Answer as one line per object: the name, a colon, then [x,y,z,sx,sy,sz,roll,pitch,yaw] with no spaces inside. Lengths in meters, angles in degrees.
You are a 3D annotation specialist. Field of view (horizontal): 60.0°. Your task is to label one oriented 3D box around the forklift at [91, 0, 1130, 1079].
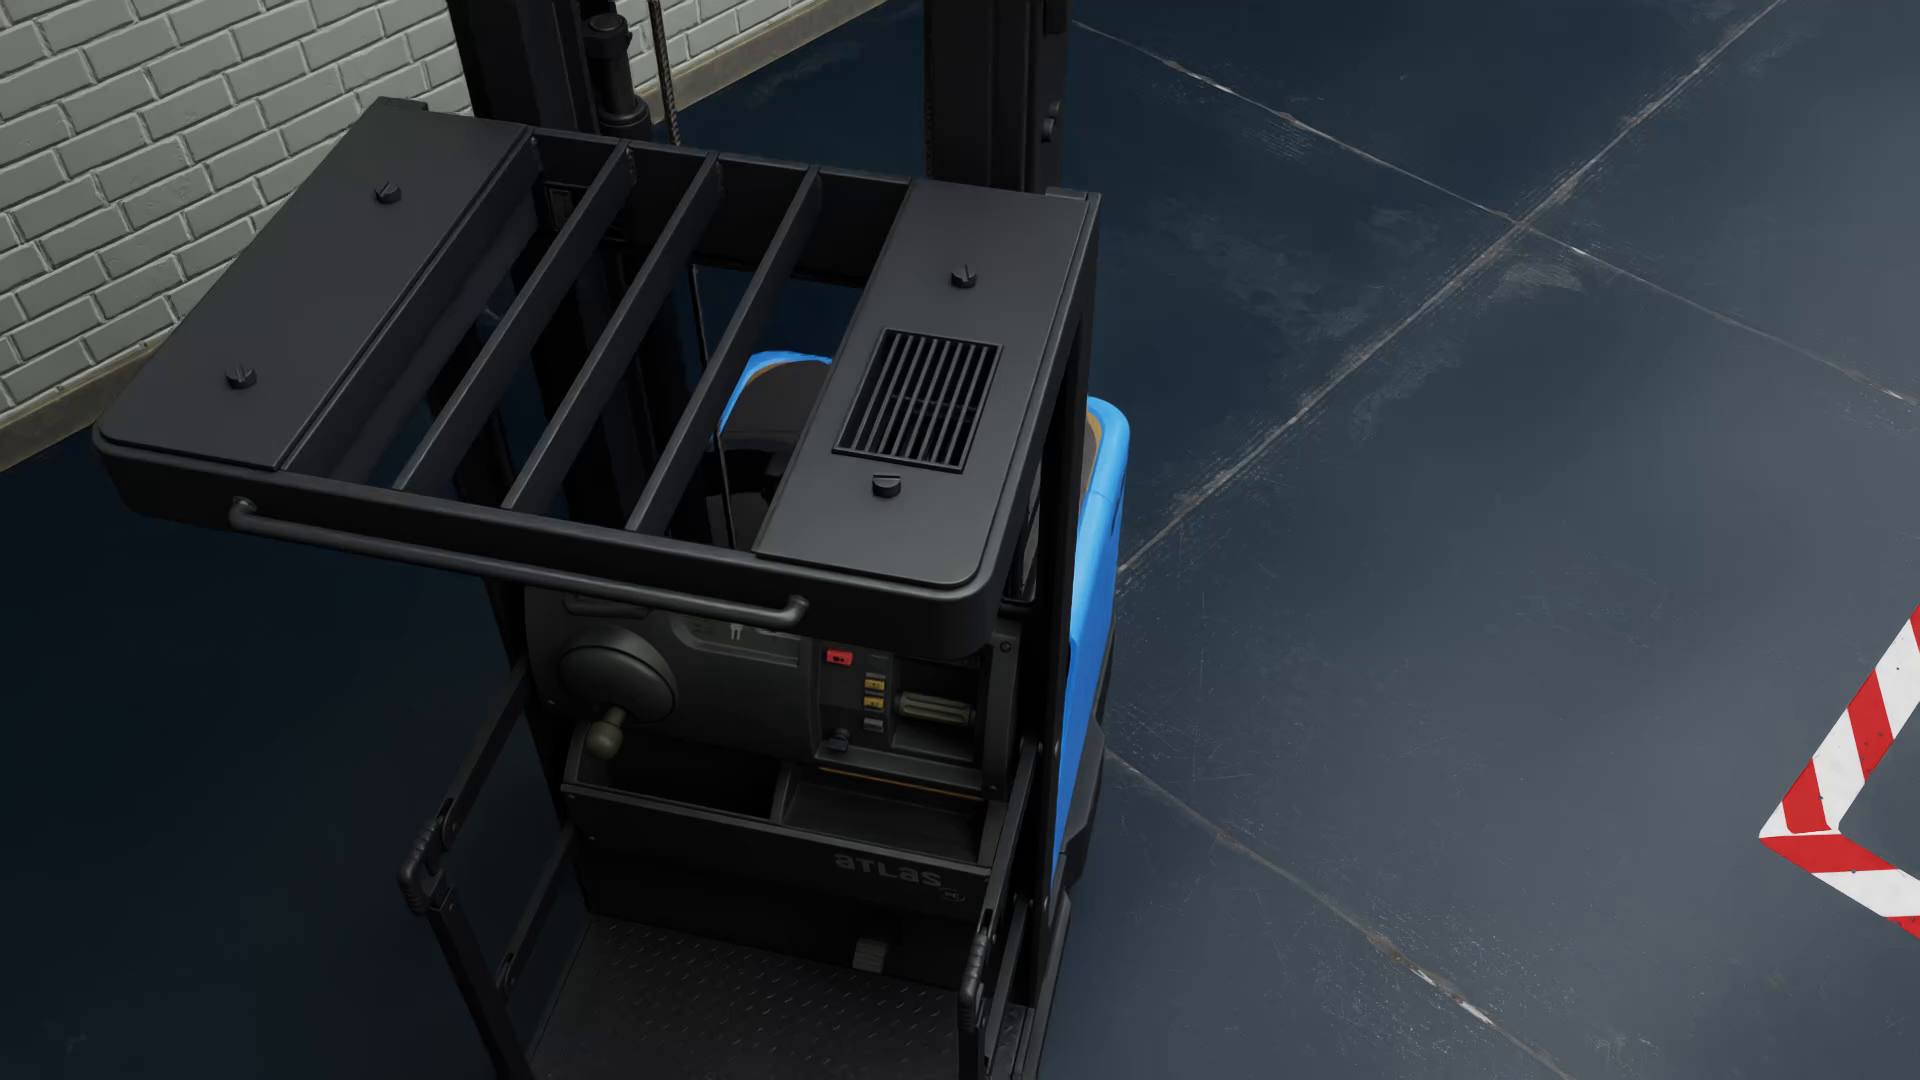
forklift: [-0.401,0.355,2.906,1.130,2.935,3.031,10,48,9]
